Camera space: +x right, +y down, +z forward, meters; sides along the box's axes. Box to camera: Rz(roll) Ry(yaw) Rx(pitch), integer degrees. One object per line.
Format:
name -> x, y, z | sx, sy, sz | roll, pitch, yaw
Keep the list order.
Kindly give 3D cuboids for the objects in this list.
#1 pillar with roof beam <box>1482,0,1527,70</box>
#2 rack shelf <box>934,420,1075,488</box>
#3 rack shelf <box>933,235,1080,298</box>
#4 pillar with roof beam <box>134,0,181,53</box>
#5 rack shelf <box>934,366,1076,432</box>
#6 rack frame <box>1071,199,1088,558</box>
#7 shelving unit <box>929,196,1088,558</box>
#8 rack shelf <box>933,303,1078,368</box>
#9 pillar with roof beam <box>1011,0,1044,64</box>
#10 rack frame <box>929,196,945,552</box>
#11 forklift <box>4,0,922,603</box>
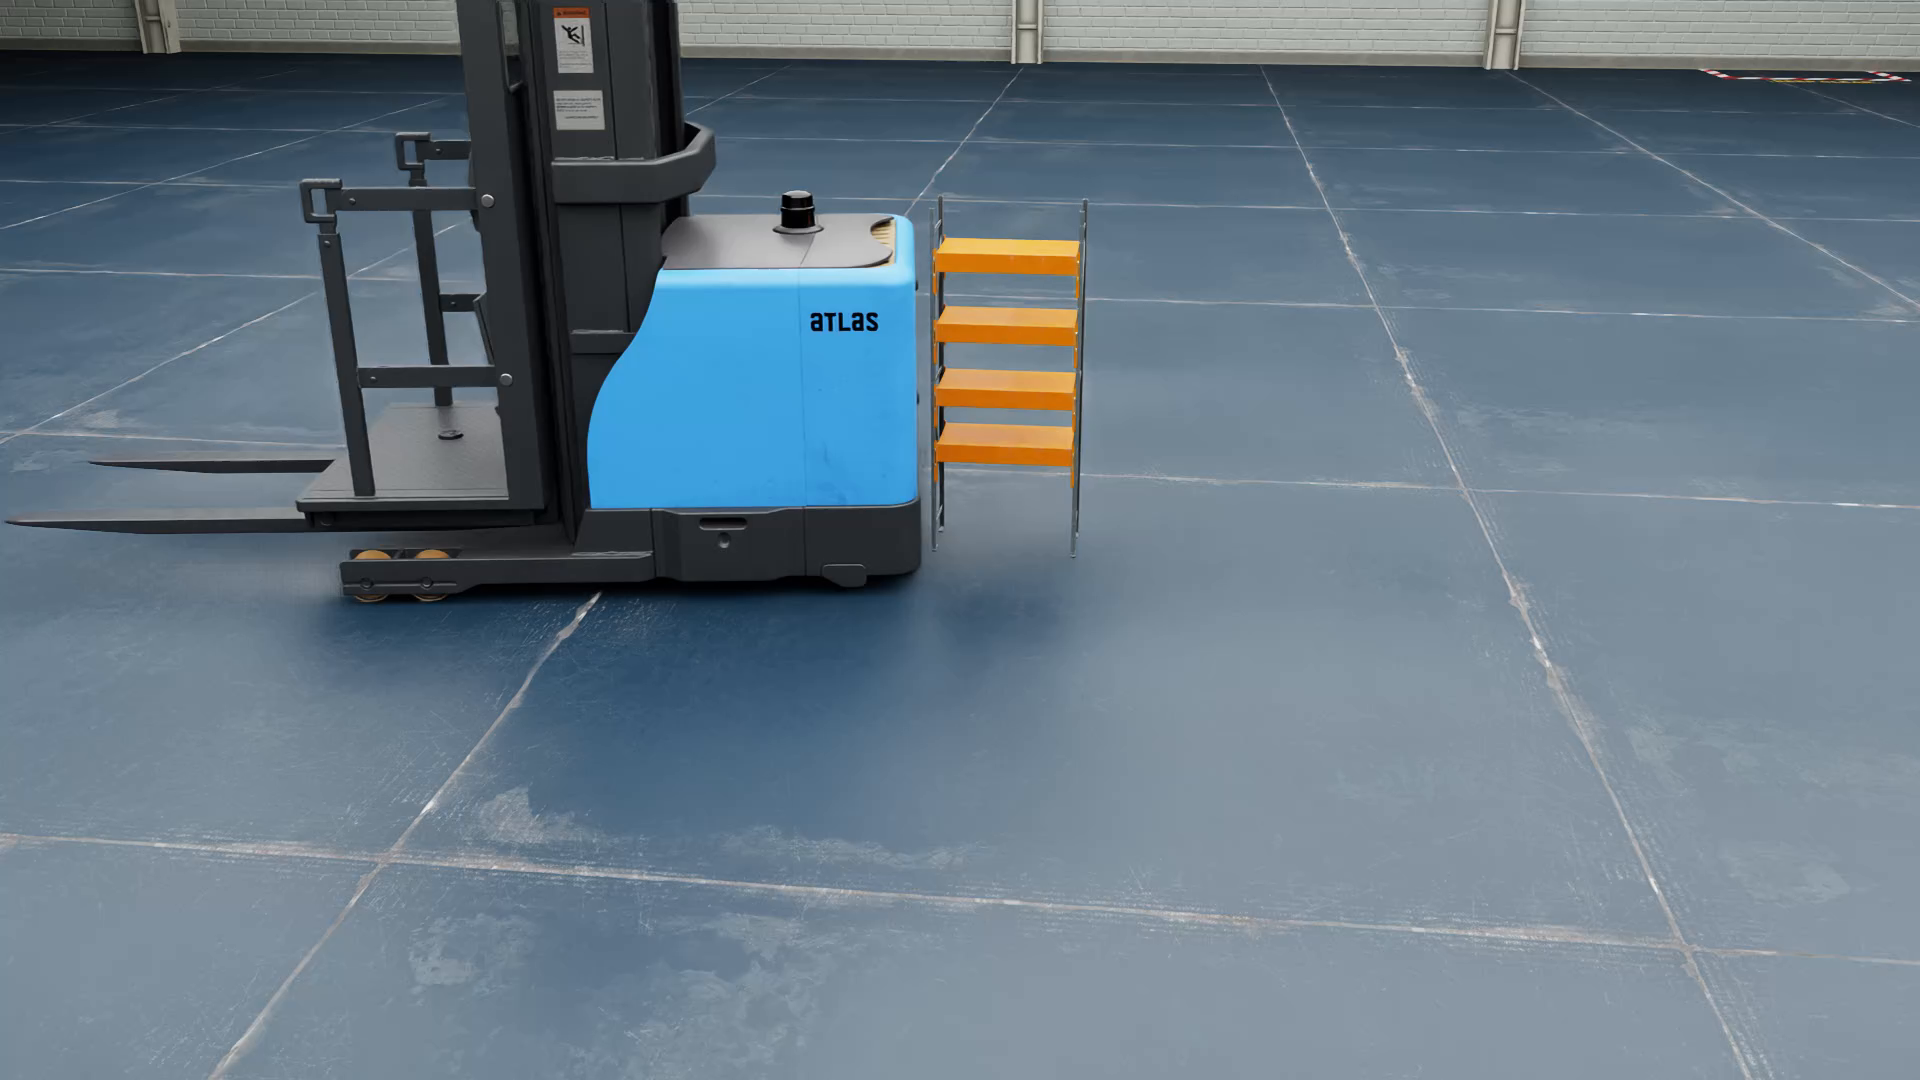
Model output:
pillar with roof beam -> 6.329, -8.589, 15.424 | 0.400, 9.000, 9.100 | 2, 22, 6
rack shelf -> 0.164, -0.304, 5.799 | 0.480, 0.148, 0.258 | 2, 22, 6
rack shelf -> 0.164, -0.916, 5.557 | 0.480, 0.148, 0.258 | 2, 22, 6
pillar with roof beam -> -11.546, -9.367, 17.394 | 0.400, 9.000, 9.100 | 2, 22, 6
rack shelf -> 0.164, -0.488, 5.726 | 0.480, 0.148, 0.258 | 2, 22, 6
rack frame -> 0.407, -0.540, 5.674 | 0.015, 1.200, 0.240 | 2, 22, 6
shelving unit -> 0.164, -0.551, 5.701 | 0.503, 1.200, 0.258 | 2, 22, 6
rack shelf -> 0.164, -0.696, 5.644 | 0.480, 0.148, 0.258 | 2, 22, 6
pillar with roof beam -> 0.371, -8.848, 16.081 | 0.400, 9.000, 9.100 | 2, 22, 6
rack frame -> -0.078, -0.561, 5.728 | 0.015, 1.200, 0.240 | 2, 22, 6
forklift -> -1.656, -1.357, 5.386 | 3.031, 2.935, 1.130 | -1, 22, -2
